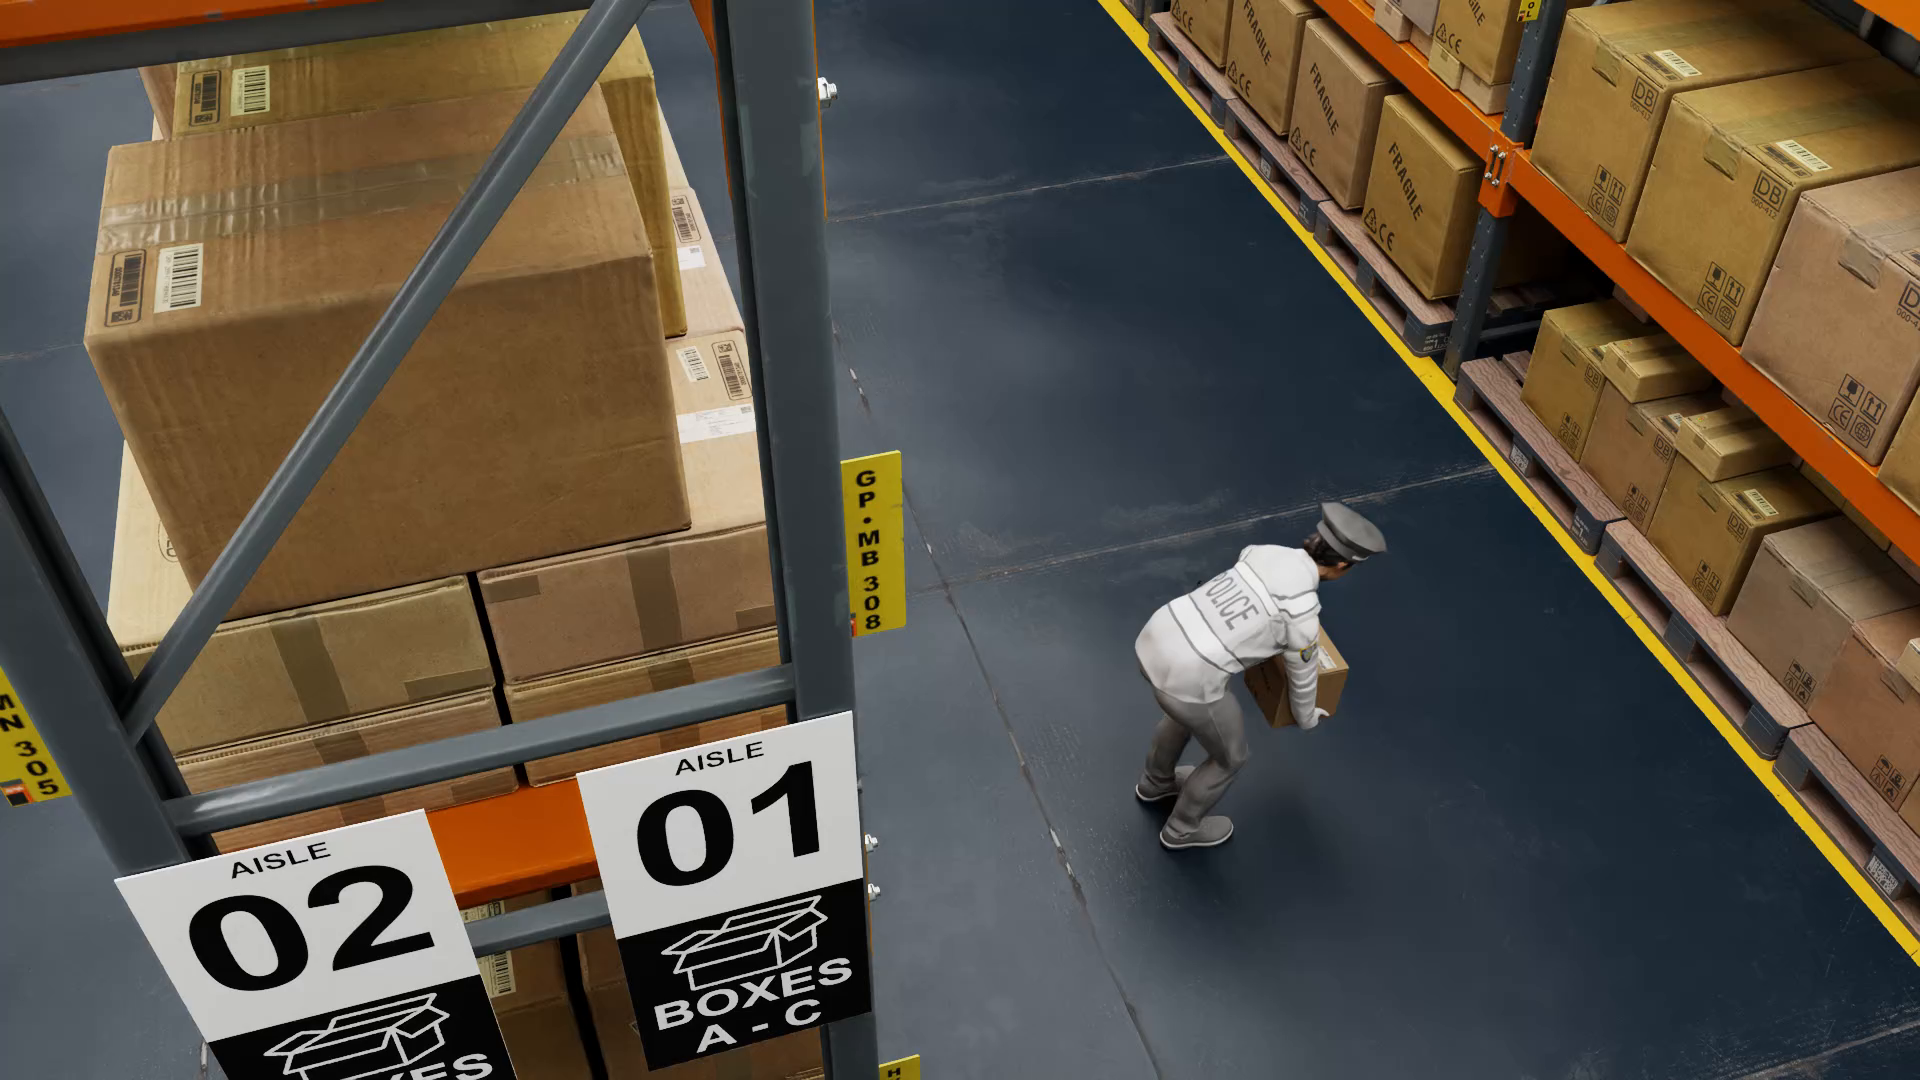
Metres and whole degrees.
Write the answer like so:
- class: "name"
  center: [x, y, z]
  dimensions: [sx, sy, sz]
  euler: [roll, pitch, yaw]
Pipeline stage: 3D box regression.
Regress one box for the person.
- class: "person"
  center: [1.021, 0.483, 5.863]
  dimensions: [0.848, 1.359, 0.423]
  euler: [-13, 44, -14]
